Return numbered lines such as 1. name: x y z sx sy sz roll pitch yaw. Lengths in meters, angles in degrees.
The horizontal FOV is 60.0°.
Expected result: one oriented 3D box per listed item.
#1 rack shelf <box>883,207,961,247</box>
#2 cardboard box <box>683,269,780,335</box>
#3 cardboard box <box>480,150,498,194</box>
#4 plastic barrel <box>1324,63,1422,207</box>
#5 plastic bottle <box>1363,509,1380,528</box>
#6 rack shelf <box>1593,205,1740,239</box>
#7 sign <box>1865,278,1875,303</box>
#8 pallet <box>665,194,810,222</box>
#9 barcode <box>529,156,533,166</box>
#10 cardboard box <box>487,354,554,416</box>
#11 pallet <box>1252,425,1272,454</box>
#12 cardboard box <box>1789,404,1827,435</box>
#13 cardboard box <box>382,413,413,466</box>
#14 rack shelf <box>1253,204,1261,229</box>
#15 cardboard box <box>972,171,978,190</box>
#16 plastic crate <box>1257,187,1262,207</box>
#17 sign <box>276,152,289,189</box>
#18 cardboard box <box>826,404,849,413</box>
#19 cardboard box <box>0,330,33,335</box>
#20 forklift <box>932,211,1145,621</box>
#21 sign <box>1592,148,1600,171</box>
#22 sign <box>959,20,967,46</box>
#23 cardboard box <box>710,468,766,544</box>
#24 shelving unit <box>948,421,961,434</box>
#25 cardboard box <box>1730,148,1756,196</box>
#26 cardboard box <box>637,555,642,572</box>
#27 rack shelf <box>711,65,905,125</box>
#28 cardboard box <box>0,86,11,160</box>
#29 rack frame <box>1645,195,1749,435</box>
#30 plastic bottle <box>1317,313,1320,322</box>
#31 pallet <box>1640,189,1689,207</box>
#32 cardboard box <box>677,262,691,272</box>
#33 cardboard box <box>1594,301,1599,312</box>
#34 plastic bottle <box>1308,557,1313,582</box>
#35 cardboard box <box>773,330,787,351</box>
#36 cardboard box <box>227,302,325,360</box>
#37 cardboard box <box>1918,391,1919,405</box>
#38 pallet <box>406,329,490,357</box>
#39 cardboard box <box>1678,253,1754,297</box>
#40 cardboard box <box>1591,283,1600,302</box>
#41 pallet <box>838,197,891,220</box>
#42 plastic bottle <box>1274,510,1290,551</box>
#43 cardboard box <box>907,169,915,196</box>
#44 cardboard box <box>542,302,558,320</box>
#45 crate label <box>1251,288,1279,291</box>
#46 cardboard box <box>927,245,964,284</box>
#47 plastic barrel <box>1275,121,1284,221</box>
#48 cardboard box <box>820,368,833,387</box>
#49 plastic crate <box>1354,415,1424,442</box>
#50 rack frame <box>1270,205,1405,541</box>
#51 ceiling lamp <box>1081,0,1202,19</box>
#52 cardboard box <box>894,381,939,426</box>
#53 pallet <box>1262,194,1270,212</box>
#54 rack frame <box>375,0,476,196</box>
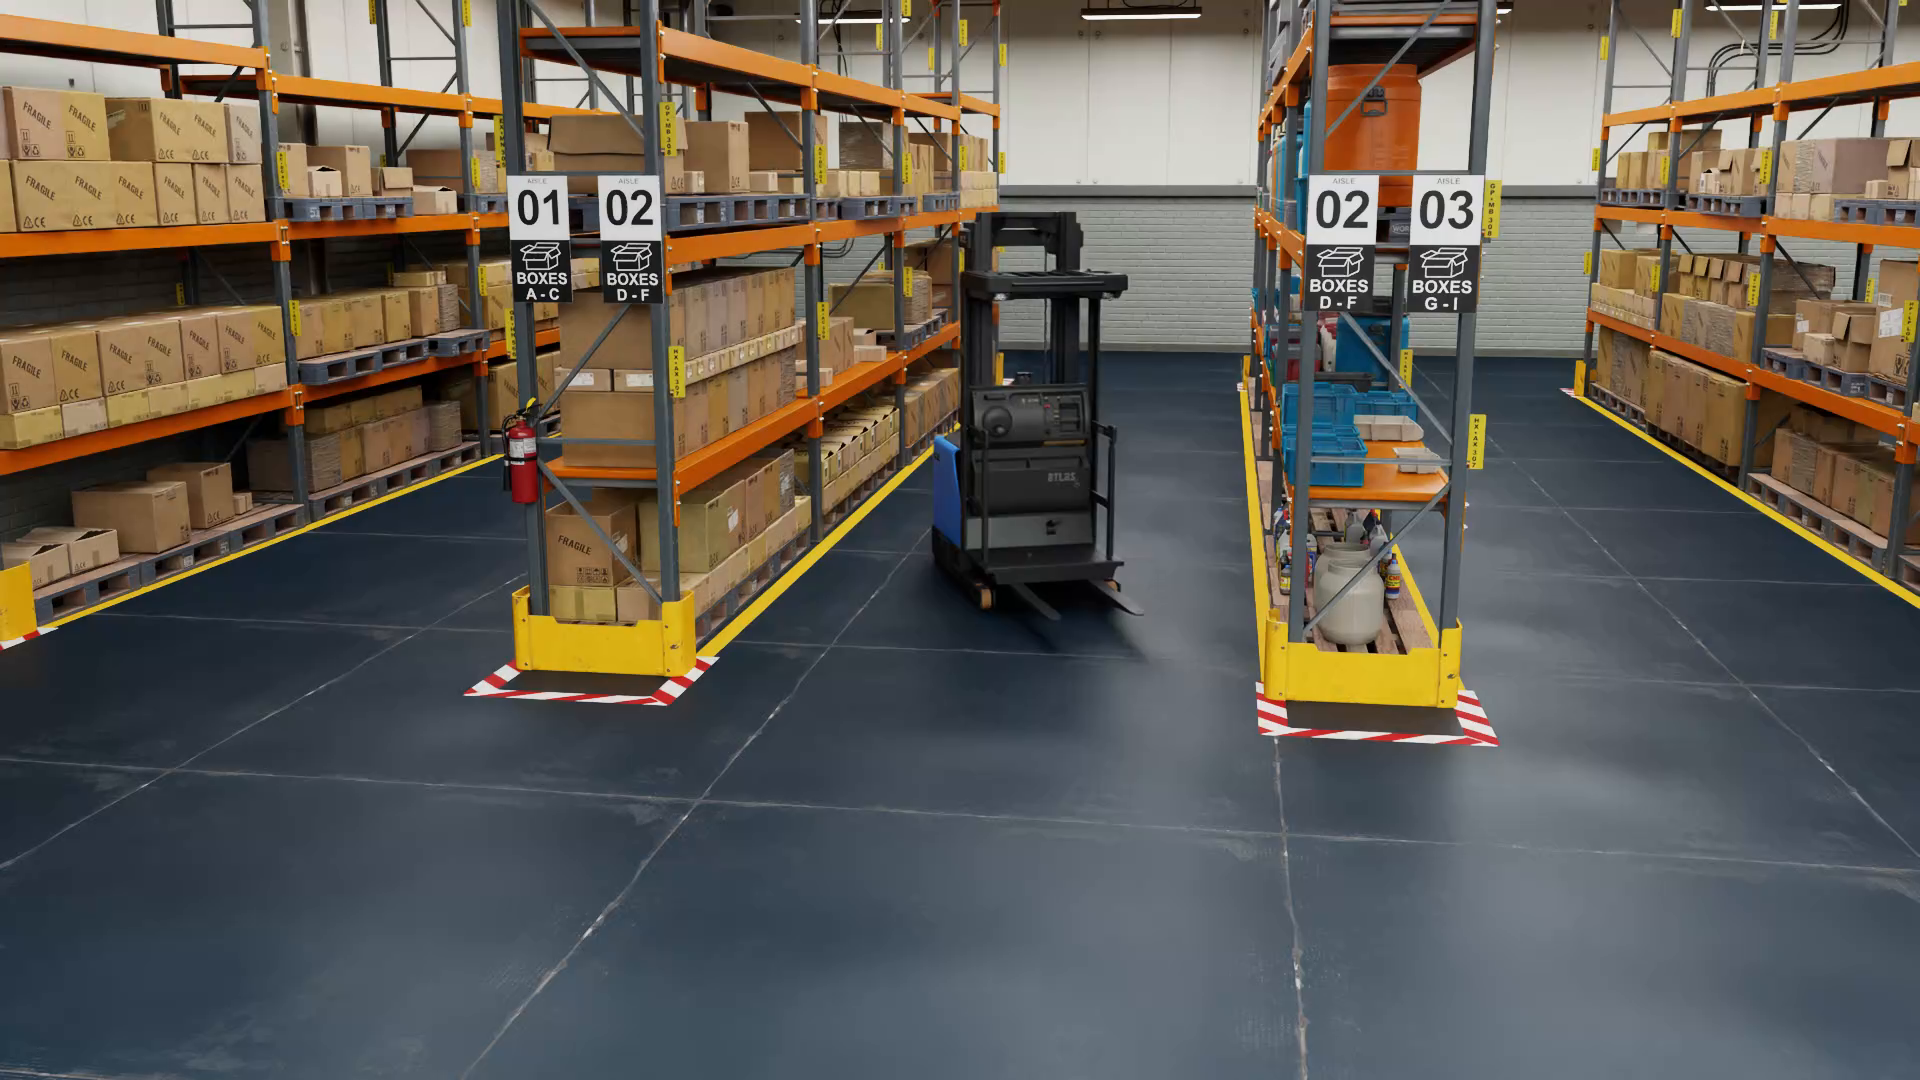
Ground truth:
1. rack shelf: -0.816 -3.828 20.223 1.077 0.370 4.000 2 12 9
2. cardboard box: -1.878 -1.949 13.602 0.700 0.500 0.500 2 12 9
3. cardboard box: -5.972 -4.402 19.896 0.700 0.500 0.500 1 12 6
4. plastic barrel: 2.489 -2.457 10.138 0.600 0.830 0.708 2 12 9
5. plastic bottle: 3.340 -0.080 13.486 0.144 0.351 0.185 2 12 7
6. rack shelf: 9.587 -4.339 22.593 1.077 0.370 4.000 2 12 9
7. sign: 9.201 -2.487 16.852 0.100 0.325 0.005 2 12 9
8. pallet: -1.845 -2.709 13.533 1.003 0.211 1.213 2 12 9
9. barcode: -2.785 -2.460 10.790 0.001 0.075 0.075 2 12 9
10. cardboard box: -5.636 -1.942 20.990 0.750 0.750 0.750 2 12 8
11. pallet: 4.040 -1.191 20.019 1.003 0.211 1.213 2 12 9
12. cardboard box: 8.590 -1.194 16.524 0.500 0.250 0.500 2 12 11
13. cardboard box: -6.321 -1.090 17.821 0.700 0.500 0.500 2 12 8
14. rack shelf: 4.693 -4.499 23.338 1.077 0.370 4.000 2 12 9
15. cardboard box: -0.025 -5.068 23.439 0.500 0.250 0.500 2 12 9
16. plastic crate: 4.354 -4.758 23.112 0.437 0.282 0.530 2 12 9
17. sign: -6.097 -3.327 14.964 0.100 0.325 0.005 2 12 9
18. cardboard box: -1.495 -1.333 18.256 0.500 0.311 0.500 2 12 11
19. cardboard box: -7.300 -1.304 12.451 0.500 0.500 0.500 2 12 9
20. forklift: 0.603 -0.993 12.644 1.130 2.935 3.031 -3 12 -13
21. sign: 9.347 -5.592 24.438 0.100 0.325 0.005 2 12 9
22. sign: 0.040 -6.579 21.570 0.100 0.325 0.005 2 12 9
23. cardboard box: -1.819 -0.276 12.903 0.500 0.500 0.500 2 12 9
24. shelving unit: 0.008 -0.524 14.934 0.215 1.050 0.252 2 12 9
25. cardboard box: 8.732 -4.007 18.114 0.500 0.500 0.500 3 12 12
26. cardboard box: -2.499 0.282 12.096 0.500 0.250 0.500 2 12 9
27. rack shelf: -1.432 -4.266 16.085 1.077 0.370 4.000 2 12 9
28. cardboard box: -6.951 -2.877 11.446 0.500 0.500 0.500 1 12 5
29. rack frame: 9.279 -2.808 20.902 1.000 3.000 0.127 2 12 9
30. plastic bottle: 4.227 -2.490 19.543 0.144 0.351 0.185 2 12 9
31. pallet: 9.415 -4.401 21.384 1.003 0.211 1.213 2 12 9
32. cardboard box: -4.858 -4.162 26.474 0.980 0.700 0.700 2 12 11
33. cardboard box: 9.475 -3.401 24.251 0.380 0.149 0.250 2 12 8
34. plastic bottle: 2.602 0.206 12.516 0.097 0.201 0.097 0 12 0
35. cardboard box: -1.647 -1.661 13.802 0.380 0.149 0.250 2 12 7
36. cardboard box: -6.523 -1.993 15.838 0.700 0.500 0.500 2 12 9
37. cardboard box: 7.918 -1.245 12.707 0.875 0.500 0.500 2 12 9
38. pallet: -6.024 -2.211 18.588 1.213 0.211 1.003 2 12 9
39. cardboard box: 9.189 -3.214 20.167 0.797 0.503 0.637 2 12 7
40. cardboard box: 9.554 -3.621 24.327 0.500 0.250 0.500 2 12 7
41. pallet: -1.309 -3.294 16.485 1.003 0.211 1.213 2 12 11
42. plastic bottle: 2.620 -0.068 13.434 0.144 0.351 0.185 2 12 10
43. cardboard box: -1.012 -4.010 19.123 0.910 0.500 0.500 2 12 9
44. cardboard box: -5.452 -3.074 21.147 0.500 0.500 0.500 2 12 10
45. crate label: 4.637 -3.708 25.332 0.416 0.233 0.303 2 12 9
46. cardboard box: -0.158 -3.756 22.692 0.500 0.500 0.500 2 12 10
47. plastic barrel: 3.220 -3.399 15.337 0.600 0.901 0.708 2 12 9
48. cardboard box: -1.401 -1.519 15.519 0.380 0.149 0.250 2 12 9
49. plastic crate: 3.155 -0.828 12.340 0.530 0.136 0.437 2 12 9
50. rack frame: 3.155 -1.303 13.919 1.000 3.000 0.127 2 12 9
51. ceiling lamp: 2.991 -10.225 27.224 2.000 3.185 0.800 2 12 9
52. cardboard box: -0.539 -1.698 20.640 0.500 0.500 0.500 1 12 7
53. pallet: 4.361 -4.176 20.578 1.213 0.211 1.003 2 12 9
54. rack frame: -6.019 -5.389 18.640 1.000 3.000 0.127 2 12 9
